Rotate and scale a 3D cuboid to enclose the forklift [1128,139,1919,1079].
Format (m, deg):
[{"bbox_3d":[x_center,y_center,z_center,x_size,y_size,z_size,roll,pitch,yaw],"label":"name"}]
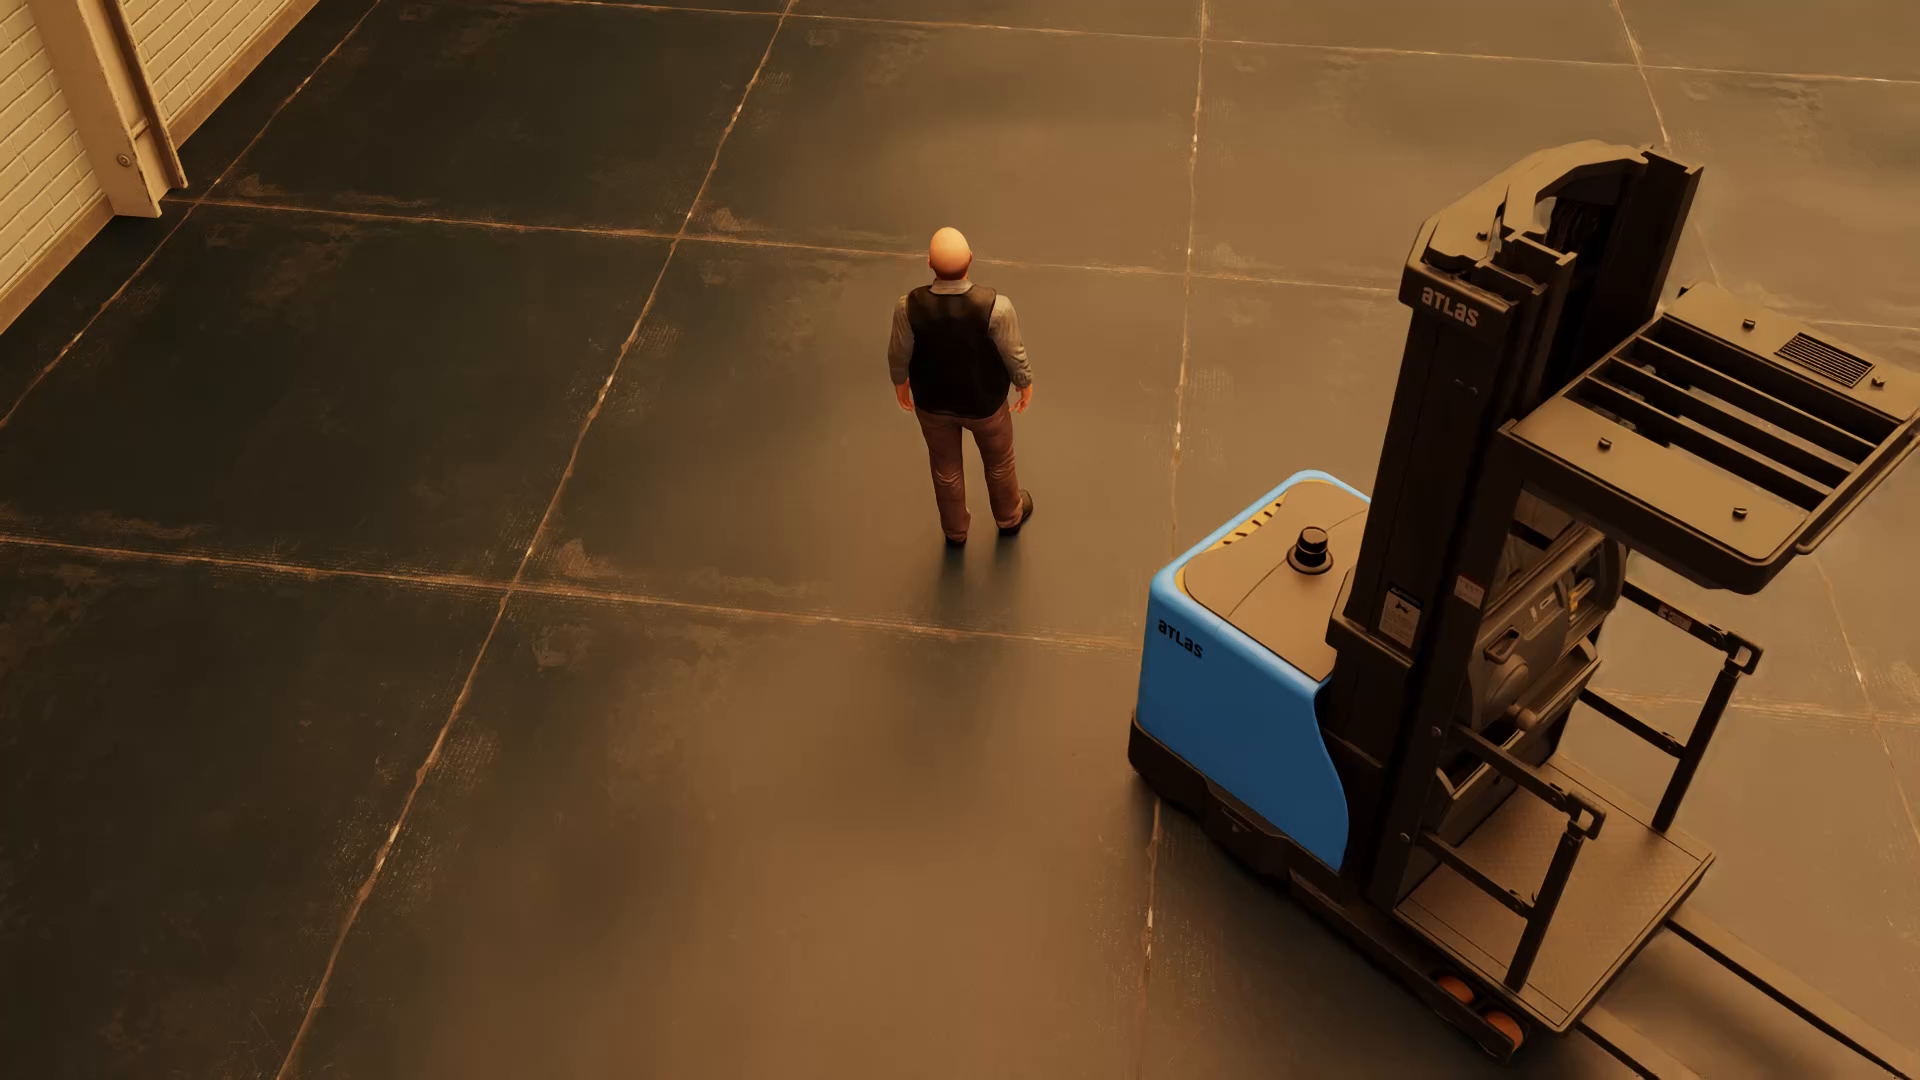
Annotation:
[{"bbox_3d":[2.069,0.352,5.341,1.130,2.935,3.031,-33,52,-31],"label":"forklift"}]

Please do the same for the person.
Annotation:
[{"bbox_3d":[0.016,-0.681,7.348,0.633,1.721,0.568,5,43,6],"label":"person"}]
